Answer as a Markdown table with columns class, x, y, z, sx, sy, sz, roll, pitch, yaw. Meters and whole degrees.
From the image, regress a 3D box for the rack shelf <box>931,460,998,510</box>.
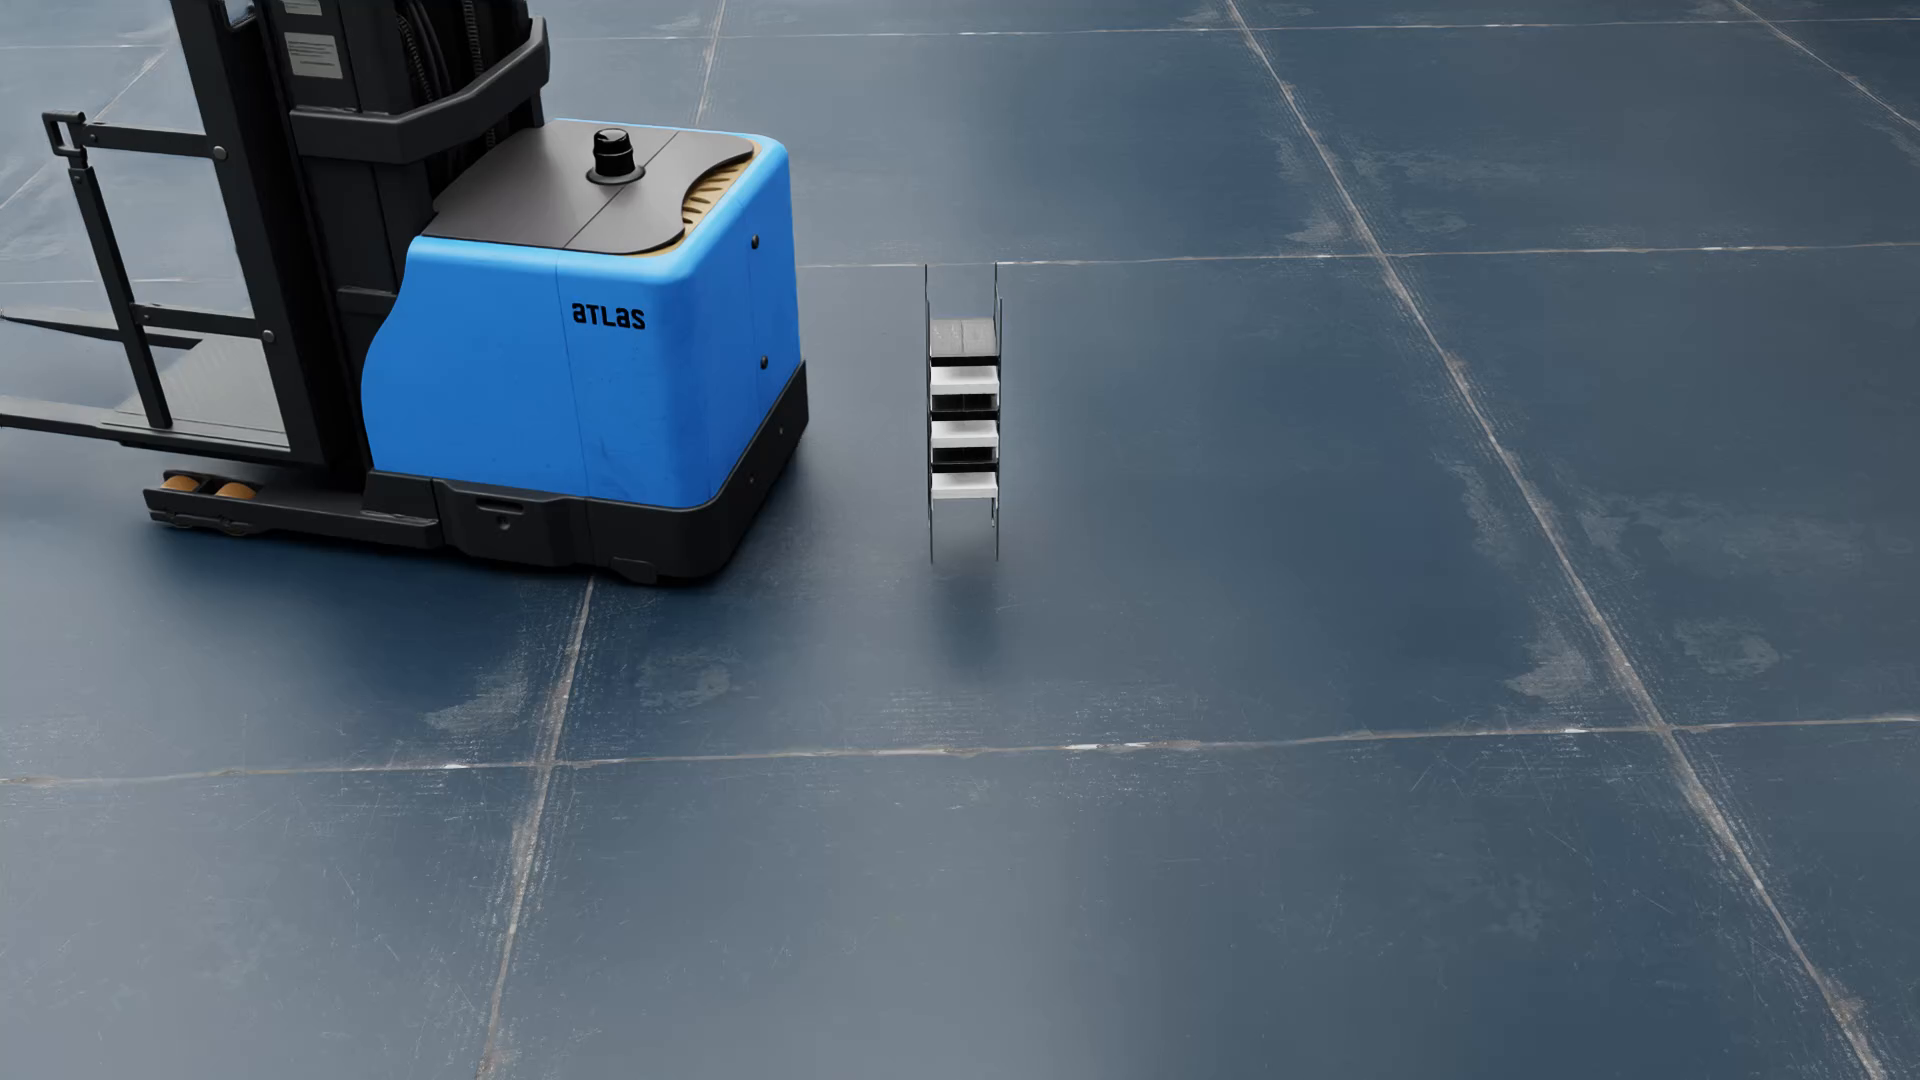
| class | x | y | z | sx | sy | sz | roll | pitch | yaw |
| --- | --- | --- | --- | --- | --- | --- | --- | --- | --- |
| rack shelf | 0.008 | -0.195 | 5.116 | 0.200 | 0.077 | 0.258 | -2 | 35 | -2 |

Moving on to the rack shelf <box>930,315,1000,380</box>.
| class | x | y | z | sx | sy | sz | roll | pitch | yaw |
| --- | --- | --- | --- | --- | --- | --- | --- | --- | --- |
| rack shelf | 0.008 | -0.565 | 4.860 | 0.200 | 0.077 | 0.258 | -2 | 35 | -2 |

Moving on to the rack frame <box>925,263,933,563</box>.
| class | x | y | z | sx | sy | sz | roll | pitch | yaw |
| --- | --- | --- | --- | --- | --- | --- | --- | --- | --- |
| rack frame | -0.093 | -0.367 | 4.990 | 0.006 | 0.900 | 0.240 | -2 | 35 | -2 |

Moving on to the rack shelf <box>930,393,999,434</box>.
| class | x | y | z | sx | sy | sz | roll | pitch | yaw |
| --- | --- | --- | --- | --- | --- | --- | --- | --- | --- |
| rack shelf | 0.008 | -0.417 | 4.962 | 0.200 | 0.077 | 0.258 | -2 | 35 | -2 |

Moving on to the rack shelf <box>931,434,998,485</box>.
| class | x | y | z | sx | sy | sz | roll | pitch | yaw |
| --- | --- | --- | --- | --- | --- | --- | --- | --- | --- |
| rack shelf | 0.008 | -0.269 | 5.064 | 0.200 | 0.077 | 0.258 | -2 | 35 | -2 |

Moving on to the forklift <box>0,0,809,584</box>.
| class | x | y | z | sx | sy | sz | roll | pitch | yaw |
| --- | --- | --- | --- | --- | --- | --- | --- | --- | --- |
| forklift | -2.092 | -1.501 | 4.844 | 3.031 | 2.935 | 1.130 | 7 | 35 | 10 |

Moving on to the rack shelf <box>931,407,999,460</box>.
| class | x | y | z | sx | sy | sz | roll | pitch | yaw |
| --- | --- | --- | --- | --- | --- | --- | --- | --- | --- |
| rack shelf | 0.008 | -0.343 | 5.013 | 0.200 | 0.077 | 0.258 | -2 | 35 | -2 |

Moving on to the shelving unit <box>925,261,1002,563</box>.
| class | x | y | z | sx | sy | sz | roll | pitch | yaw |
| --- | --- | --- | --- | --- | --- | --- | --- | --- | --- |
| shelving unit | 0.008 | -0.370 | 4.994 | 0.210 | 0.900 | 0.258 | -2 | 35 | -2 |

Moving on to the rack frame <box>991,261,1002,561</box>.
| class | x | y | z | sx | sy | sz | roll | pitch | yaw |
| --- | --- | --- | --- | --- | --- | --- | --- | --- | --- |
| rack frame | 0.110 | -0.373 | 4.998 | 0.006 | 0.900 | 0.240 | -2 | 35 | -2 |

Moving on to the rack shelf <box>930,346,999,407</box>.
| class | x | y | z | sx | sy | sz | roll | pitch | yaw |
| --- | --- | --- | --- | --- | --- | --- | --- | --- | --- |
| rack shelf | 0.008 | -0.491 | 4.911 | 0.200 | 0.077 | 0.258 | -2 | 35 | -2 |
